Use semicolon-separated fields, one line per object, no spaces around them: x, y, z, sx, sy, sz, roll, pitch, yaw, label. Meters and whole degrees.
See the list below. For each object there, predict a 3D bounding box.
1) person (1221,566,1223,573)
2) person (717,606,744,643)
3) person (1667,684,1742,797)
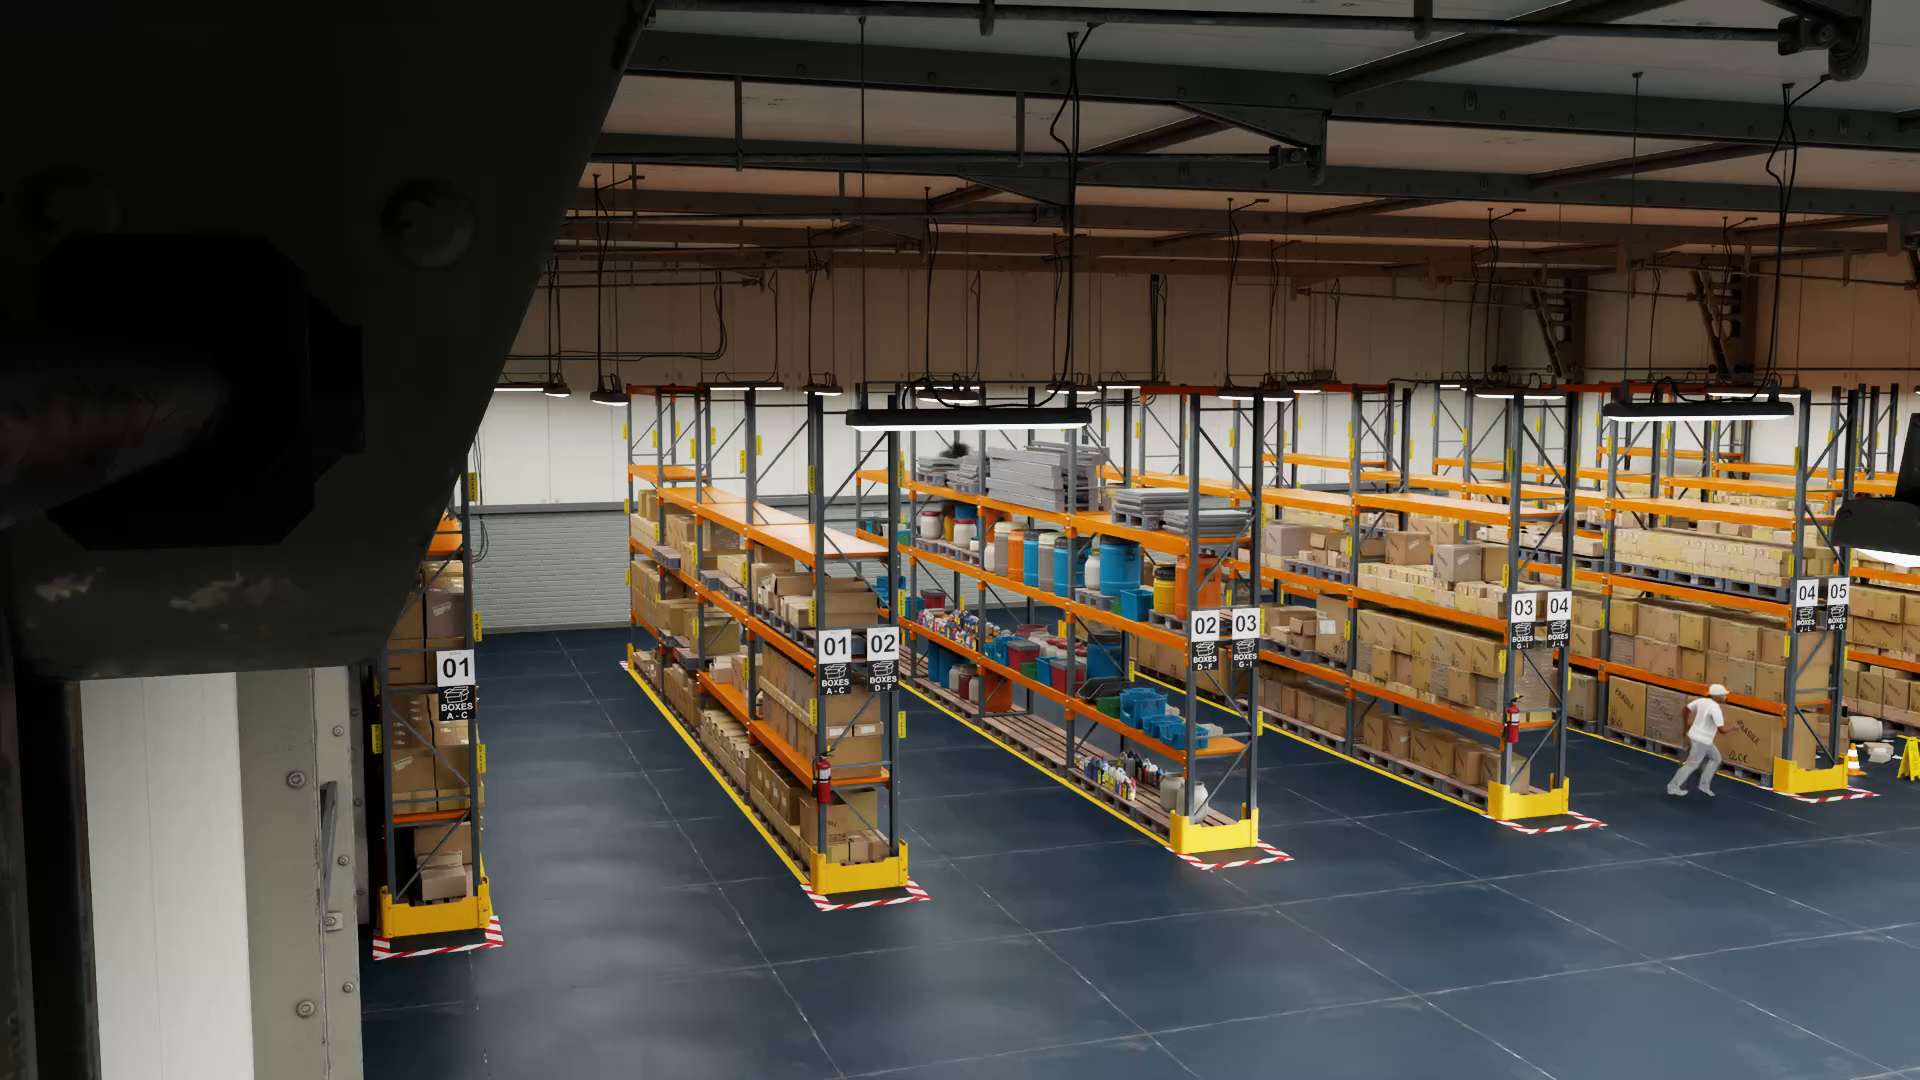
6.008;1.438;39.437;0.774;1.691;0.843;-1;6;-7;person
-5.020;1.749;36.256;0.722;1.759;0.815;4;7;32;person
10.927;2.961;24.450;0.990;1.724;0.717;1;6;9;person
